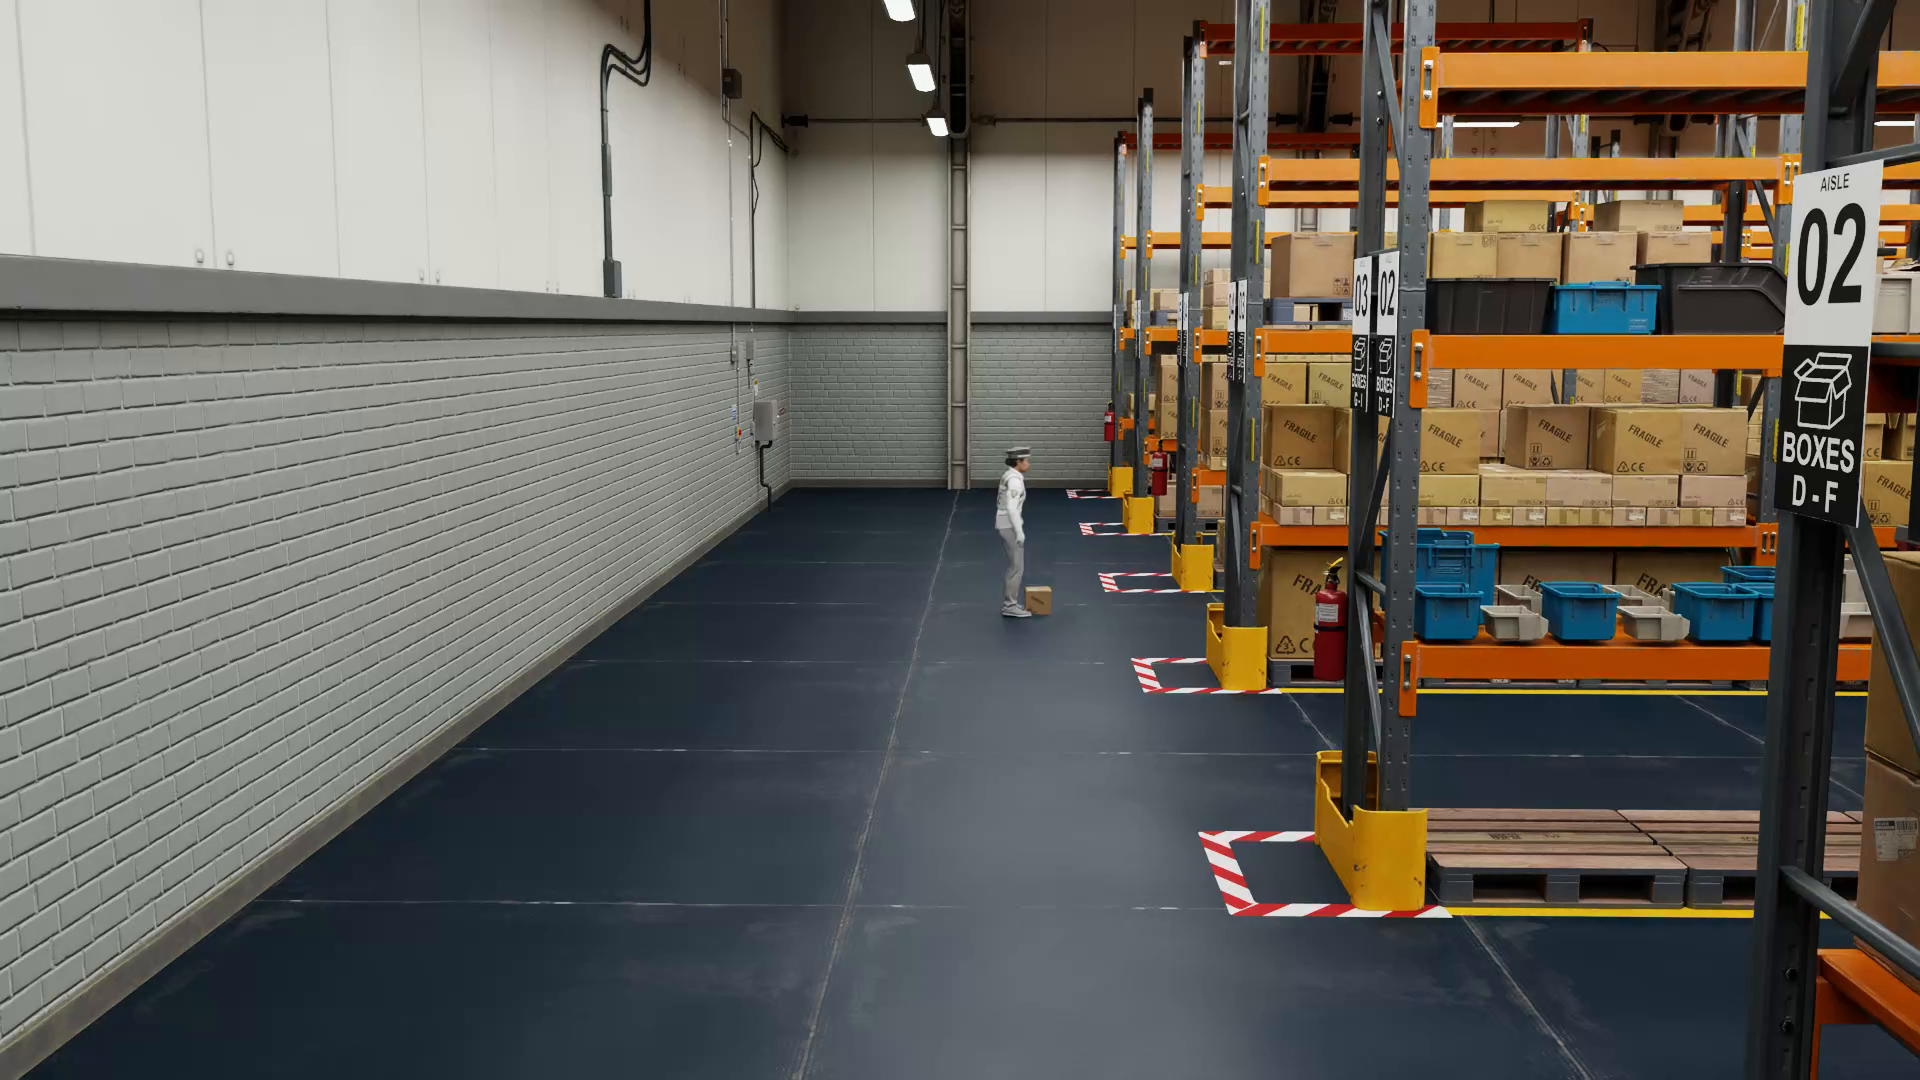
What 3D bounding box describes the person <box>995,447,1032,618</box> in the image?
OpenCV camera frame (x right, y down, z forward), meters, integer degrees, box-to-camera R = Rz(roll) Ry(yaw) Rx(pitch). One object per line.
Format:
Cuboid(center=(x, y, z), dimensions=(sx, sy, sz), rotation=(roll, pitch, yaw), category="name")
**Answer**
Cuboid(center=(0.535, -0.091, 16.471), dimensions=(0.376, 1.662, 0.543), rotation=(0, 7, -2), category="person")
